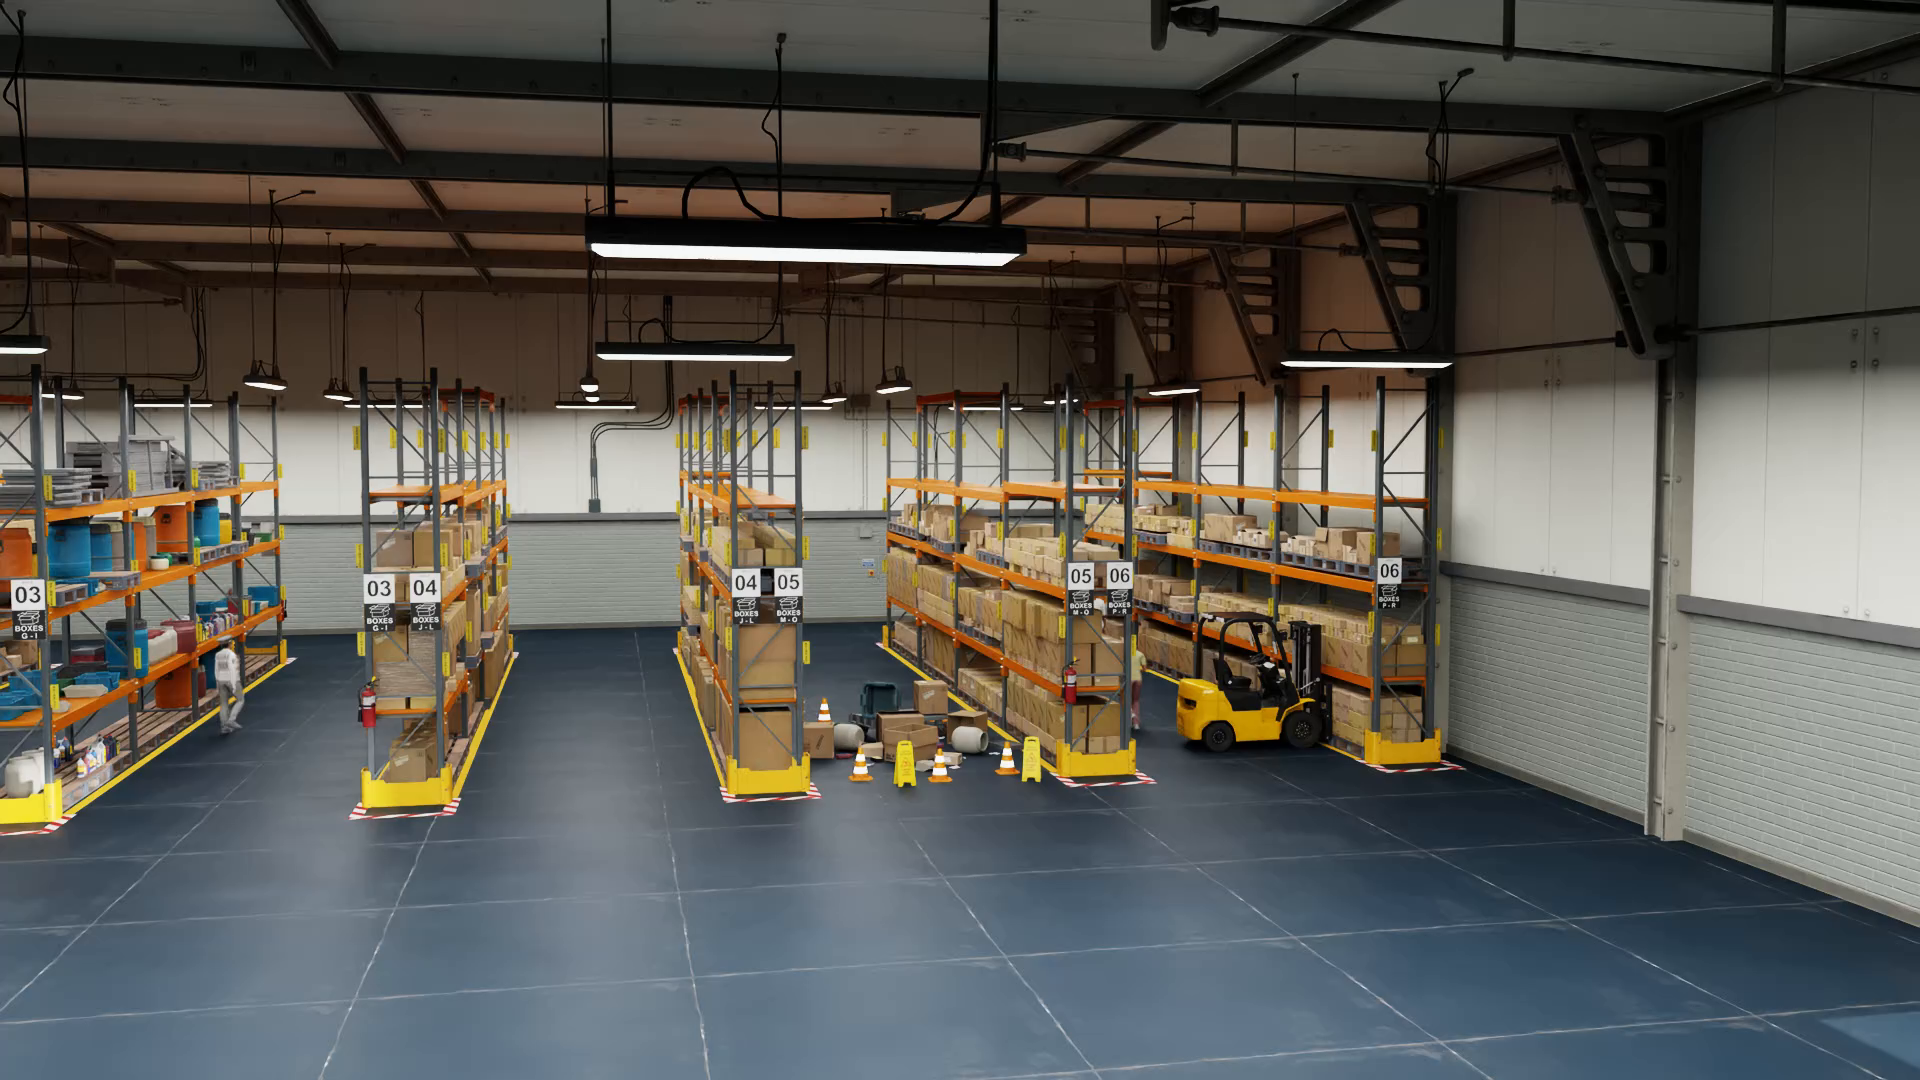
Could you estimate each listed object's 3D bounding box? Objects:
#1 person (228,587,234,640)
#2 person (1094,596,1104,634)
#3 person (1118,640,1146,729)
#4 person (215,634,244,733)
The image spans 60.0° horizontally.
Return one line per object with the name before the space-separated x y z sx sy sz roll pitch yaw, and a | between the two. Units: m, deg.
person | -17.111 1.882 39.026 0.717 1.570 0.422 1 4 23
person | 2.935 1.835 36.575 0.594 1.627 0.616 3 4 37
person | 3.010 2.492 29.149 0.558 1.566 0.715 -1 3 -10
person | -12.556 2.459 28.517 0.518 1.671 0.442 0 3 5
